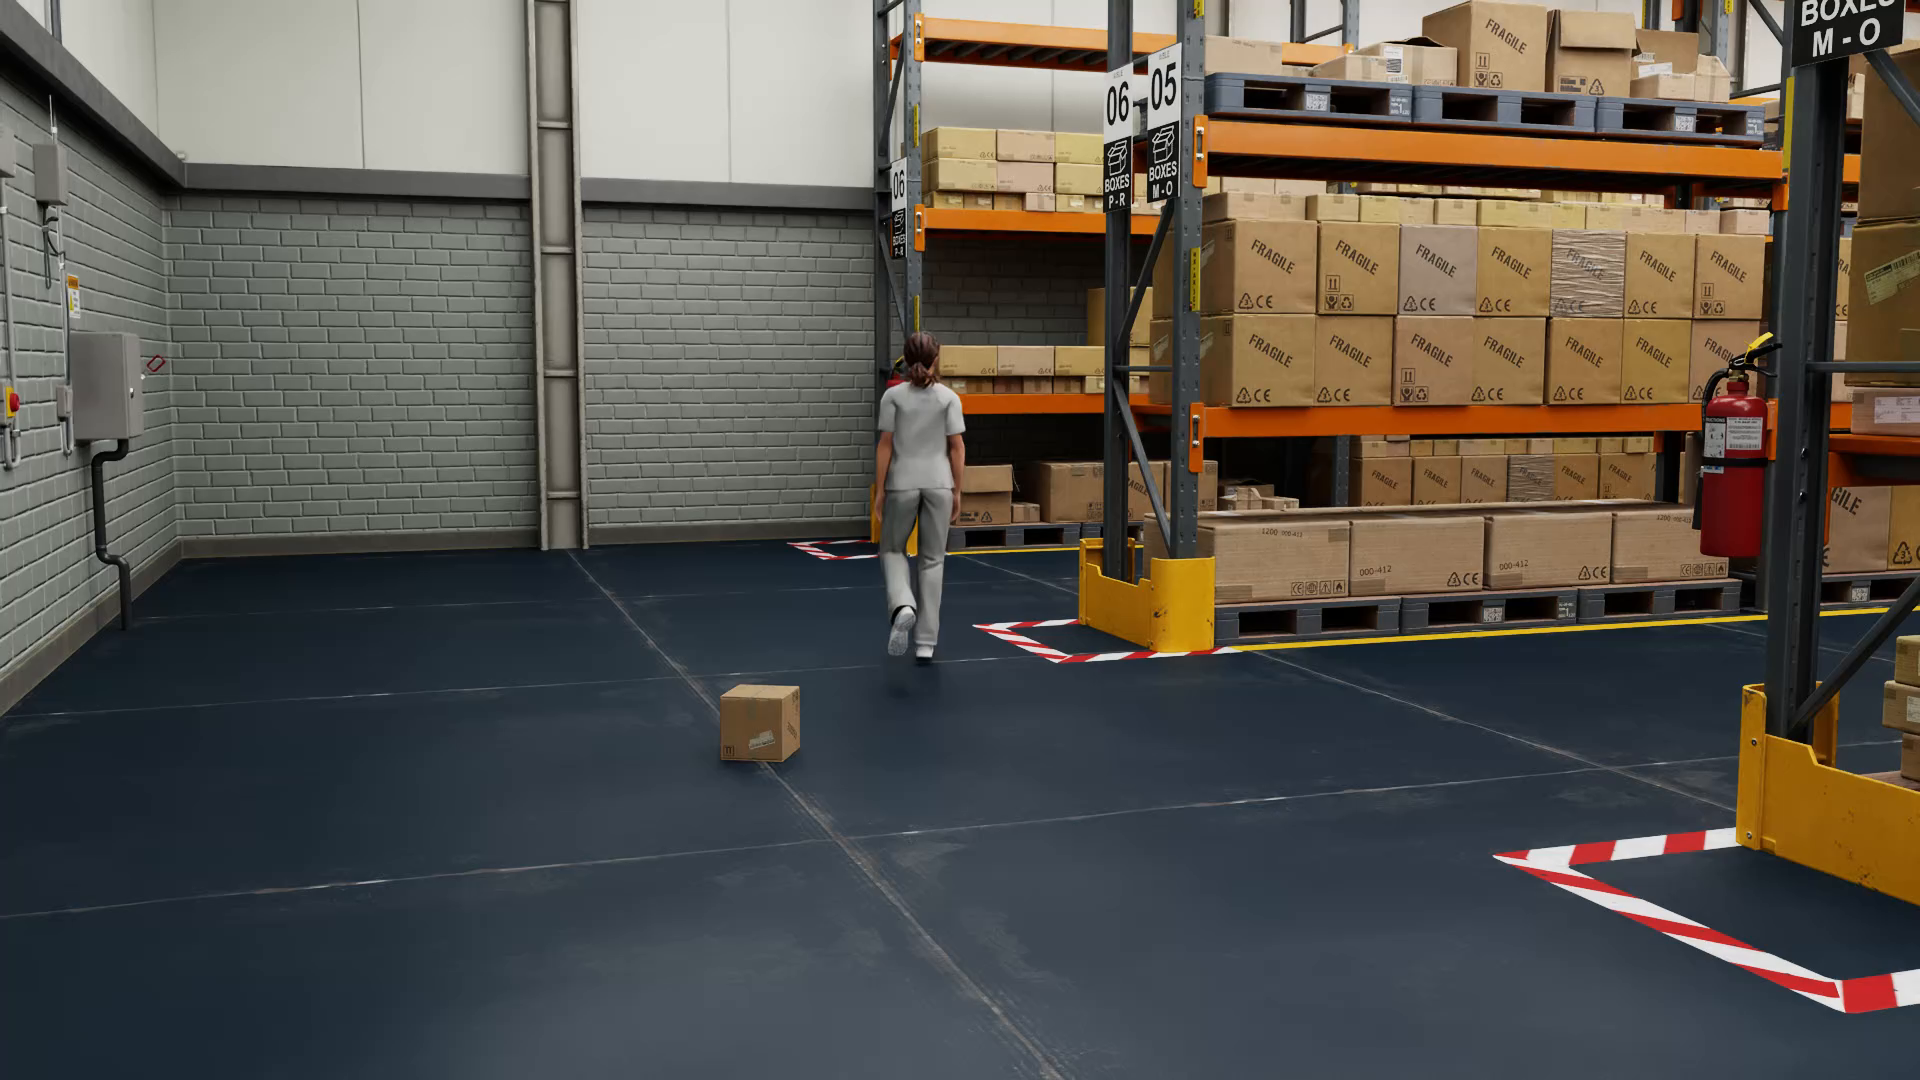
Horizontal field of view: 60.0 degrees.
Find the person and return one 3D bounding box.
[{"bbox_3d":[-0.206,-0.228,8.501,0.467,1.662,0.471,0,6,-2],"label":"person"}]
